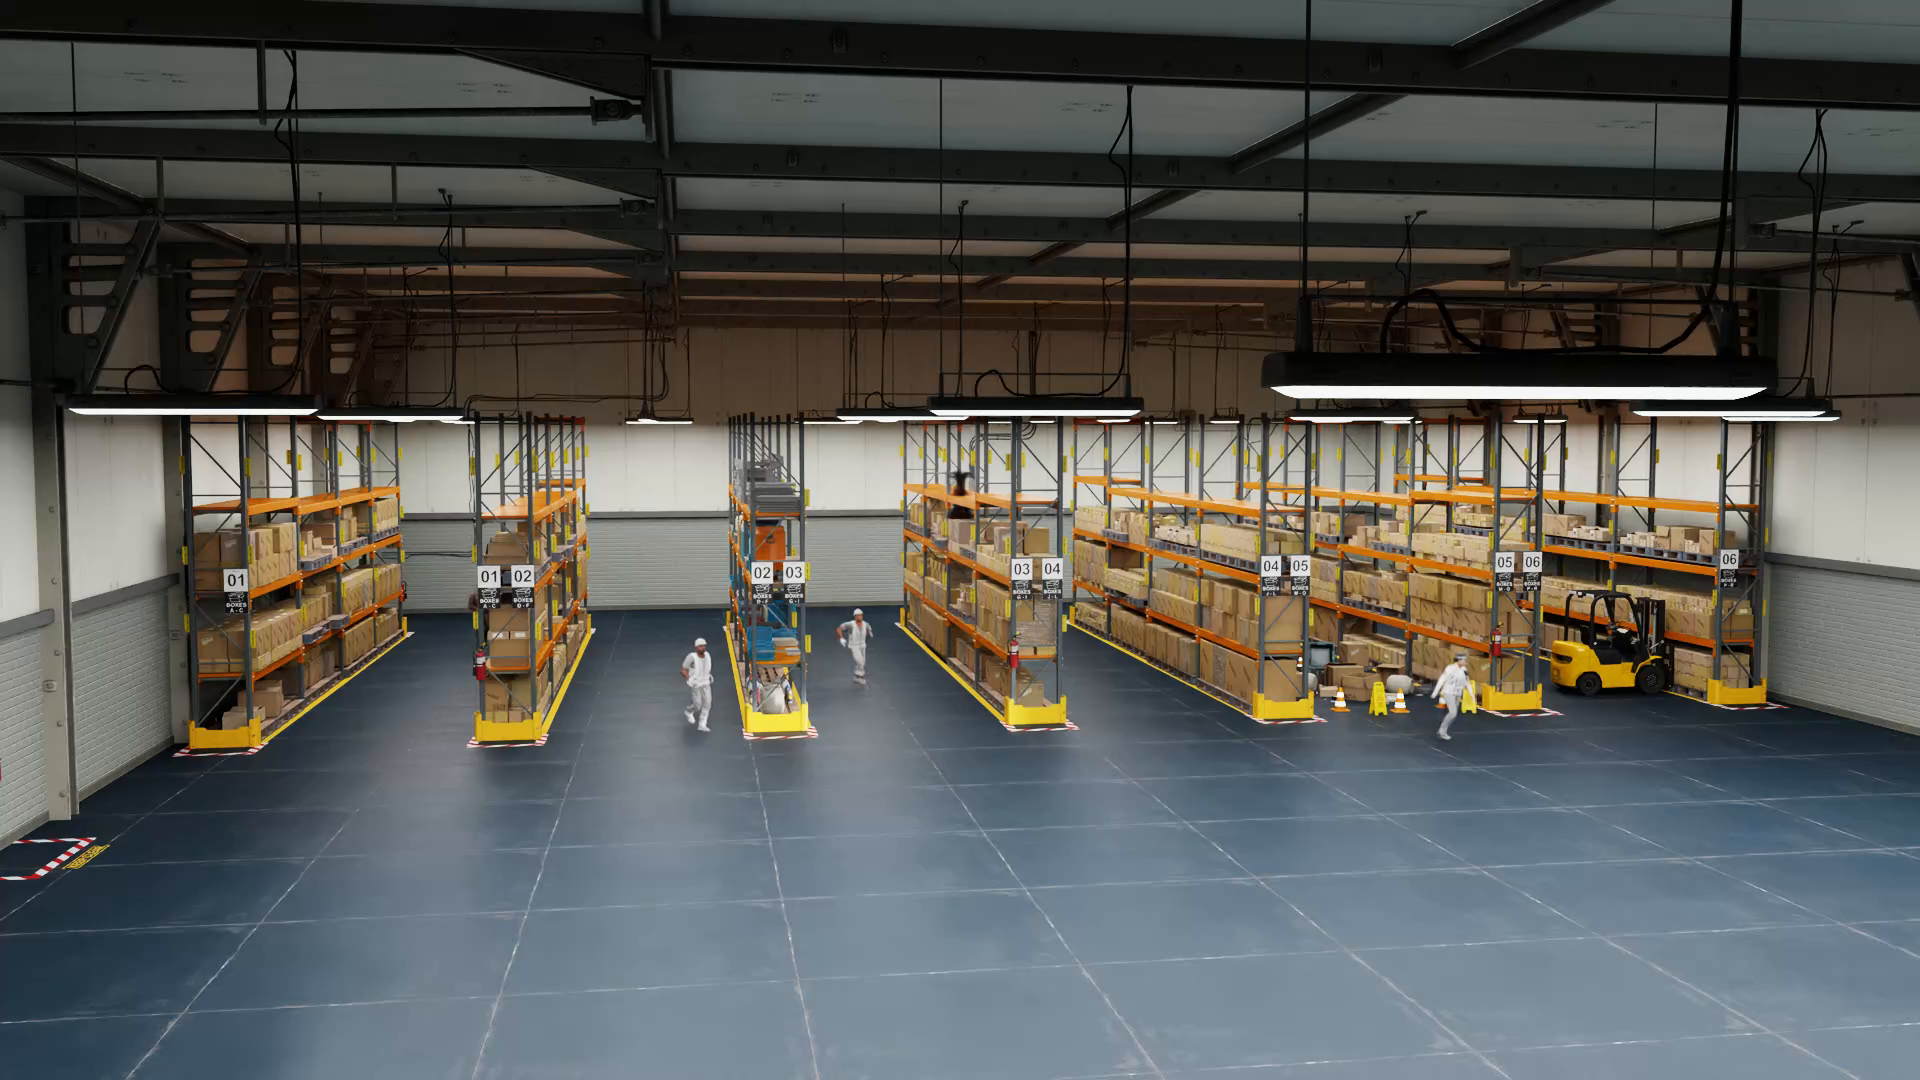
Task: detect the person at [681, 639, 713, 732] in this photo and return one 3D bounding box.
[{"bbox_3d":[-4.954,2.720,31.373,0.698,1.739,0.766,-3,5,-40],"label":"person"}]

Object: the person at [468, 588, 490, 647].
[{"bbox_3d":[-12.347,1.950,42.944,0.716,1.670,0.977,-2,4,-23],"label":"person"}]

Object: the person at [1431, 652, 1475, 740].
[{"bbox_3d":[9.034,2.849,30.396,0.598,1.627,0.620,-2,5,-32],"label":"person"}]

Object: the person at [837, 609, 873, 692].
[{"bbox_3d":[-2.261,2.372,36.137,0.784,1.782,0.800,-3,5,-33],"label":"person"}]
